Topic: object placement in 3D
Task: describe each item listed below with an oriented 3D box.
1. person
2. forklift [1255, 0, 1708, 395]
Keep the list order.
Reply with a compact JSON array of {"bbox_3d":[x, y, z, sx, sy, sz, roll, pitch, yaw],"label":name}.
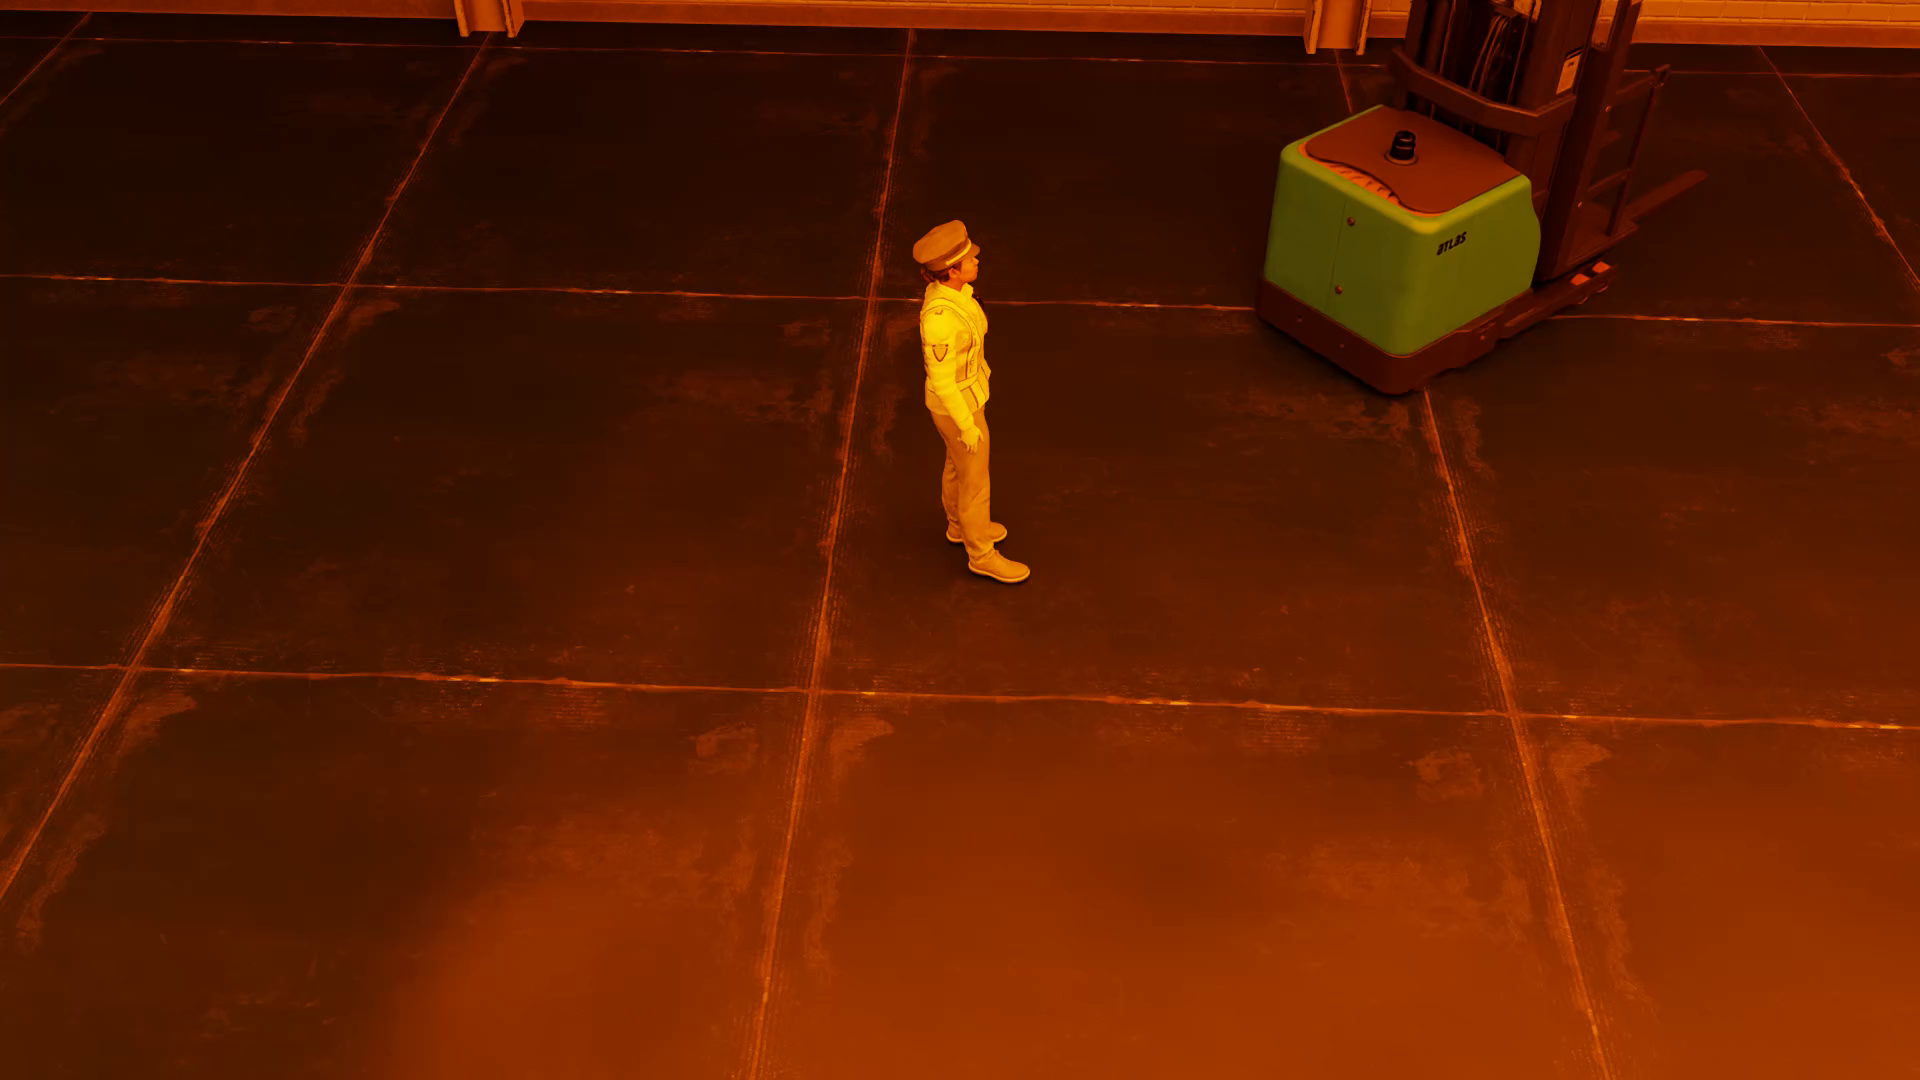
[{"bbox_3d":[0.068,-0.625,7.333,0.531,1.695,0.588,2,42,2],"label":"person"},{"bbox_3d":[3.103,-2.664,8.661,3.031,2.935,1.130,-28,49,-27],"label":"forklift"}]
